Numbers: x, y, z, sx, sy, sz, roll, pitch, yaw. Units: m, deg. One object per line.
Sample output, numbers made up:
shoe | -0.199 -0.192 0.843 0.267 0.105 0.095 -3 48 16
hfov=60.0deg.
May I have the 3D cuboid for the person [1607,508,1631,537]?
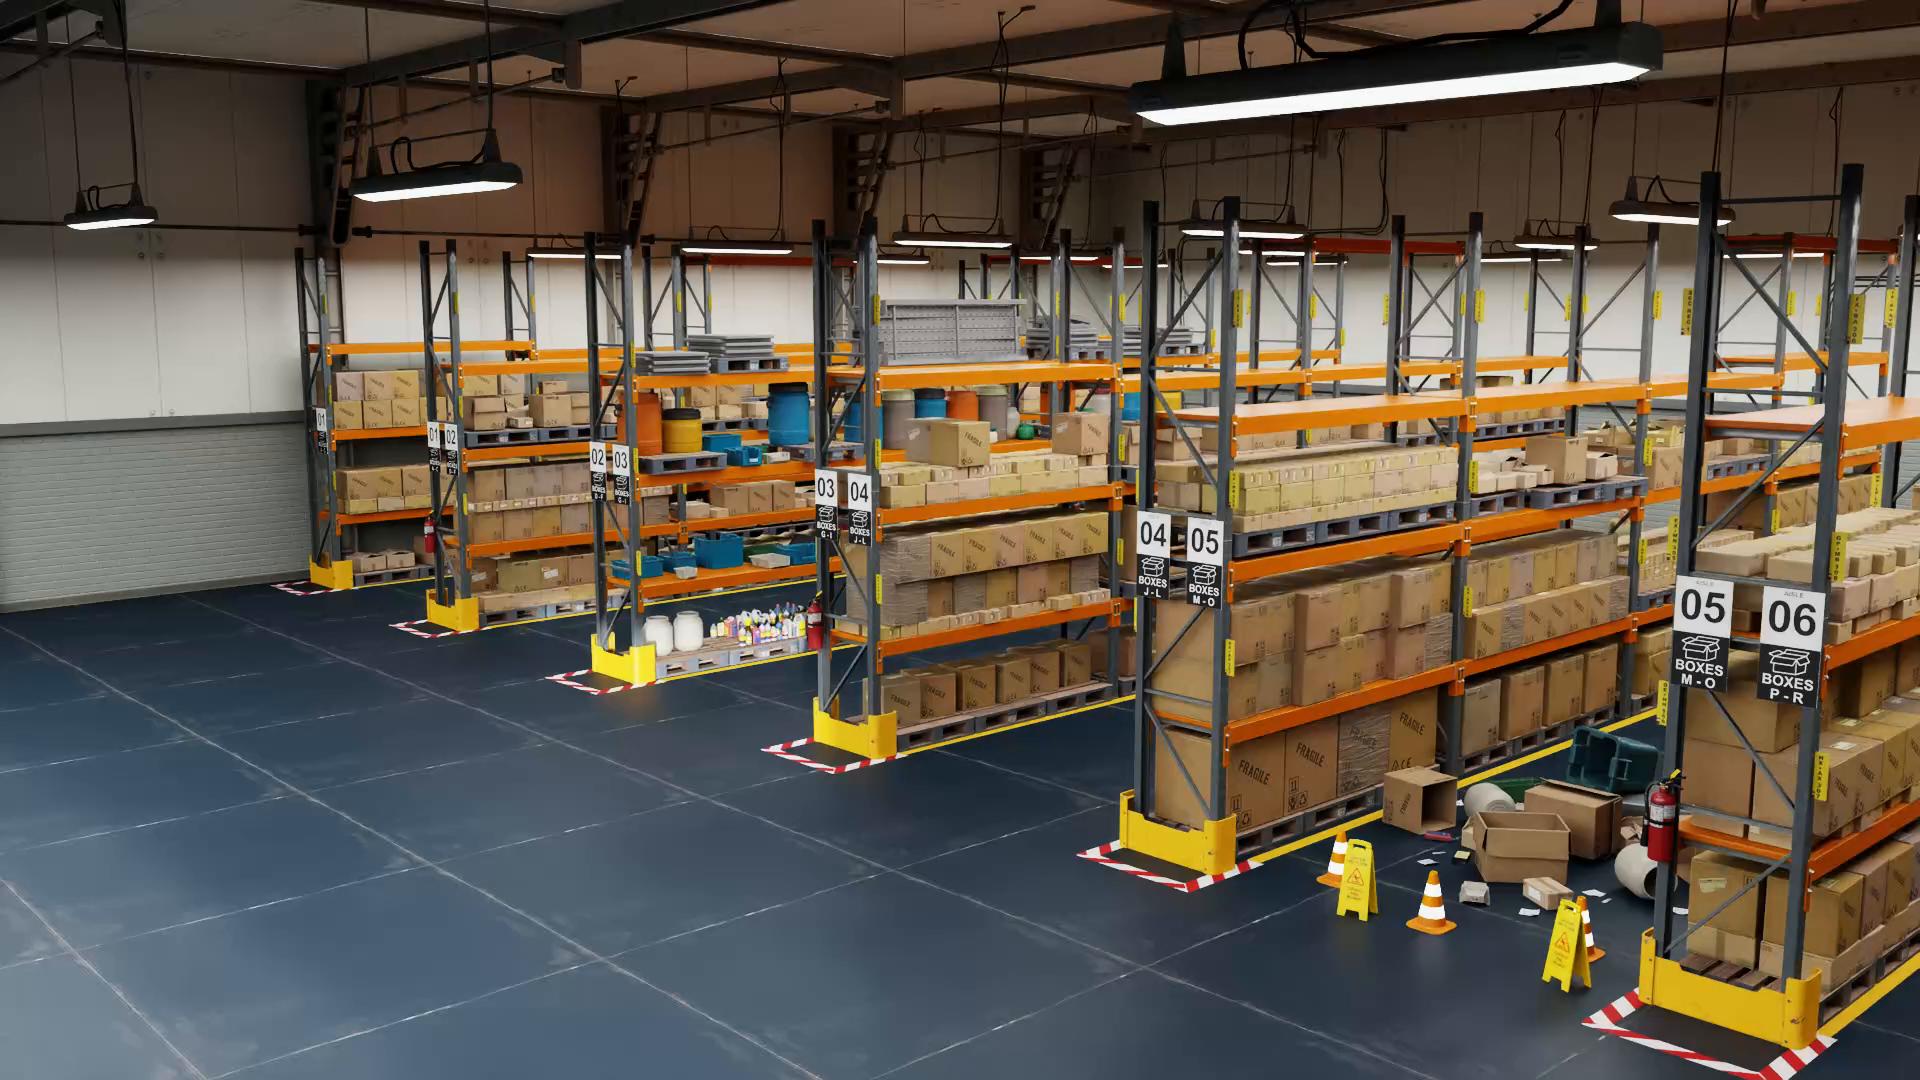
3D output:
person | 11.367 0.182 28.558 0.541 1.620 0.790 4 9 26
